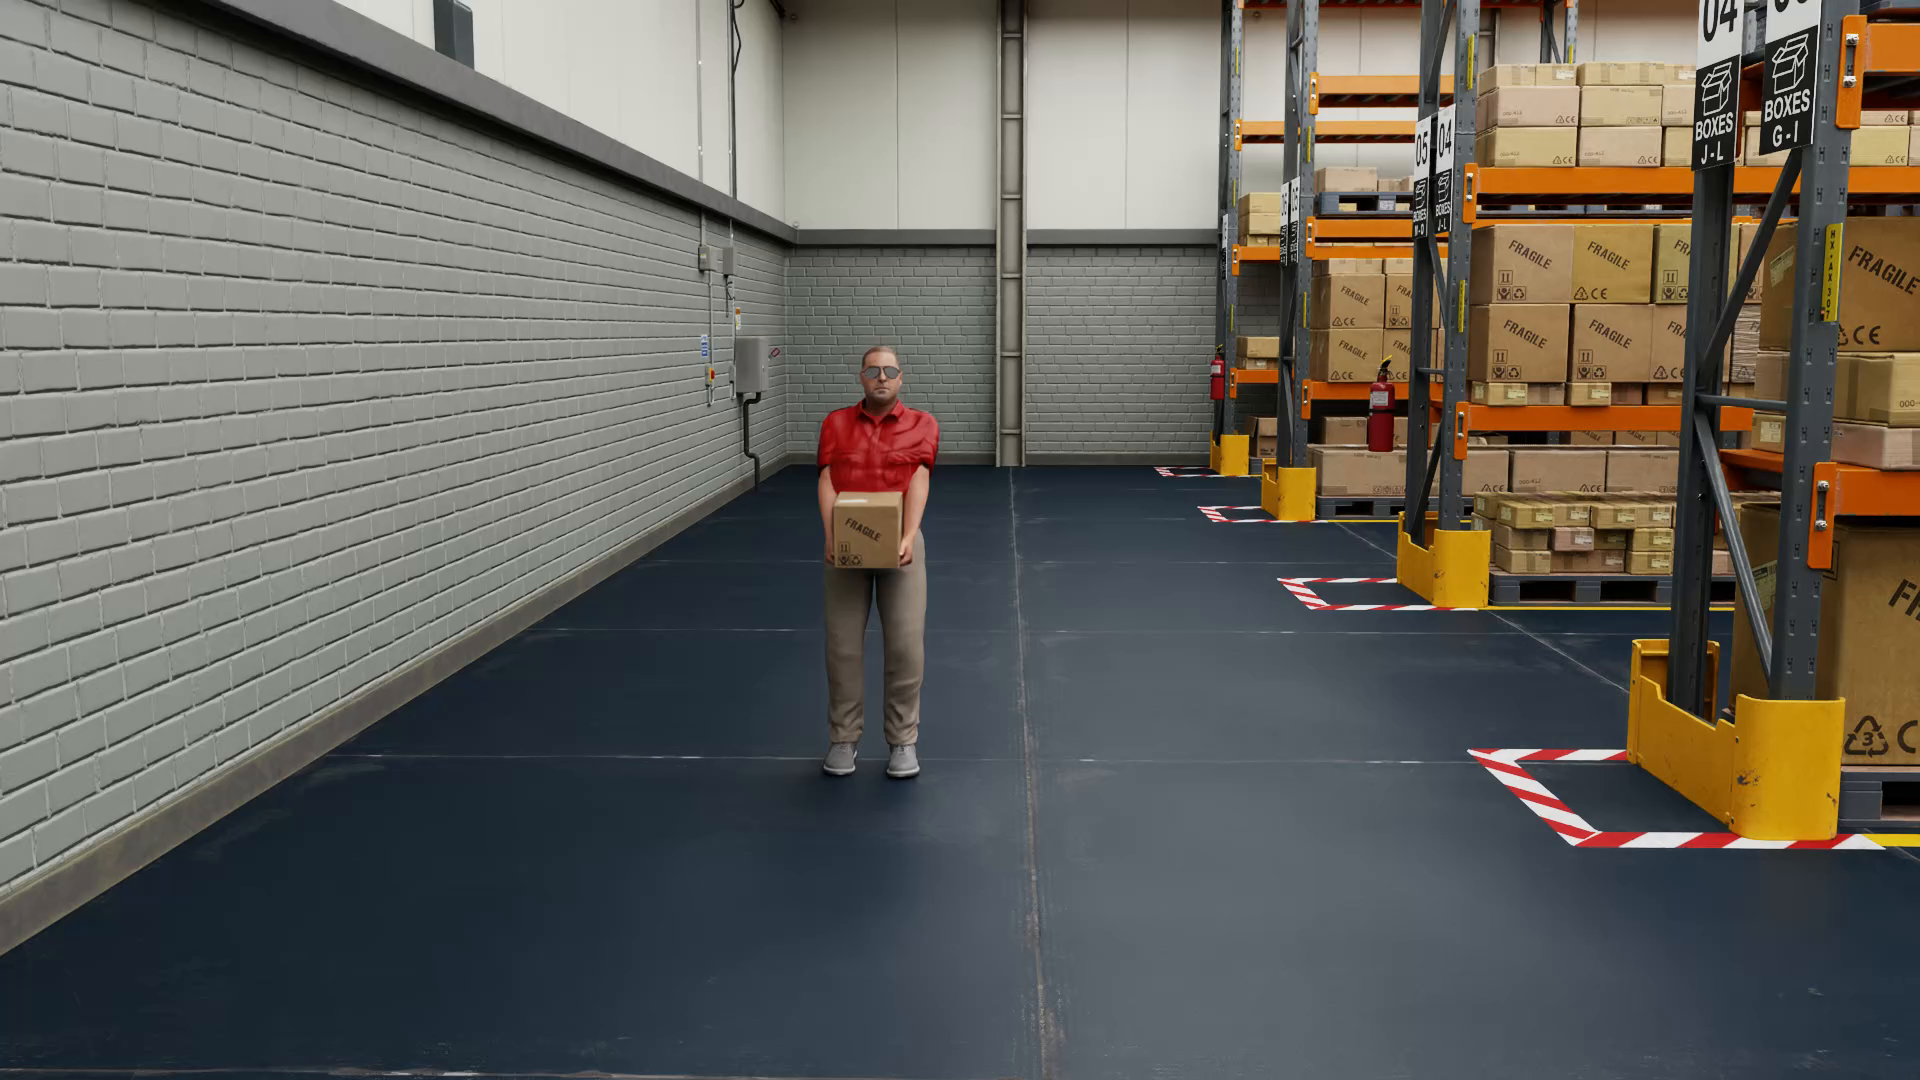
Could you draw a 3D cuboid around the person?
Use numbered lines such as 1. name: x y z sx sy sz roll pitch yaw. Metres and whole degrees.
1. person: -0.334 0.089 6.675 0.493 1.719 0.538 0 7 2
